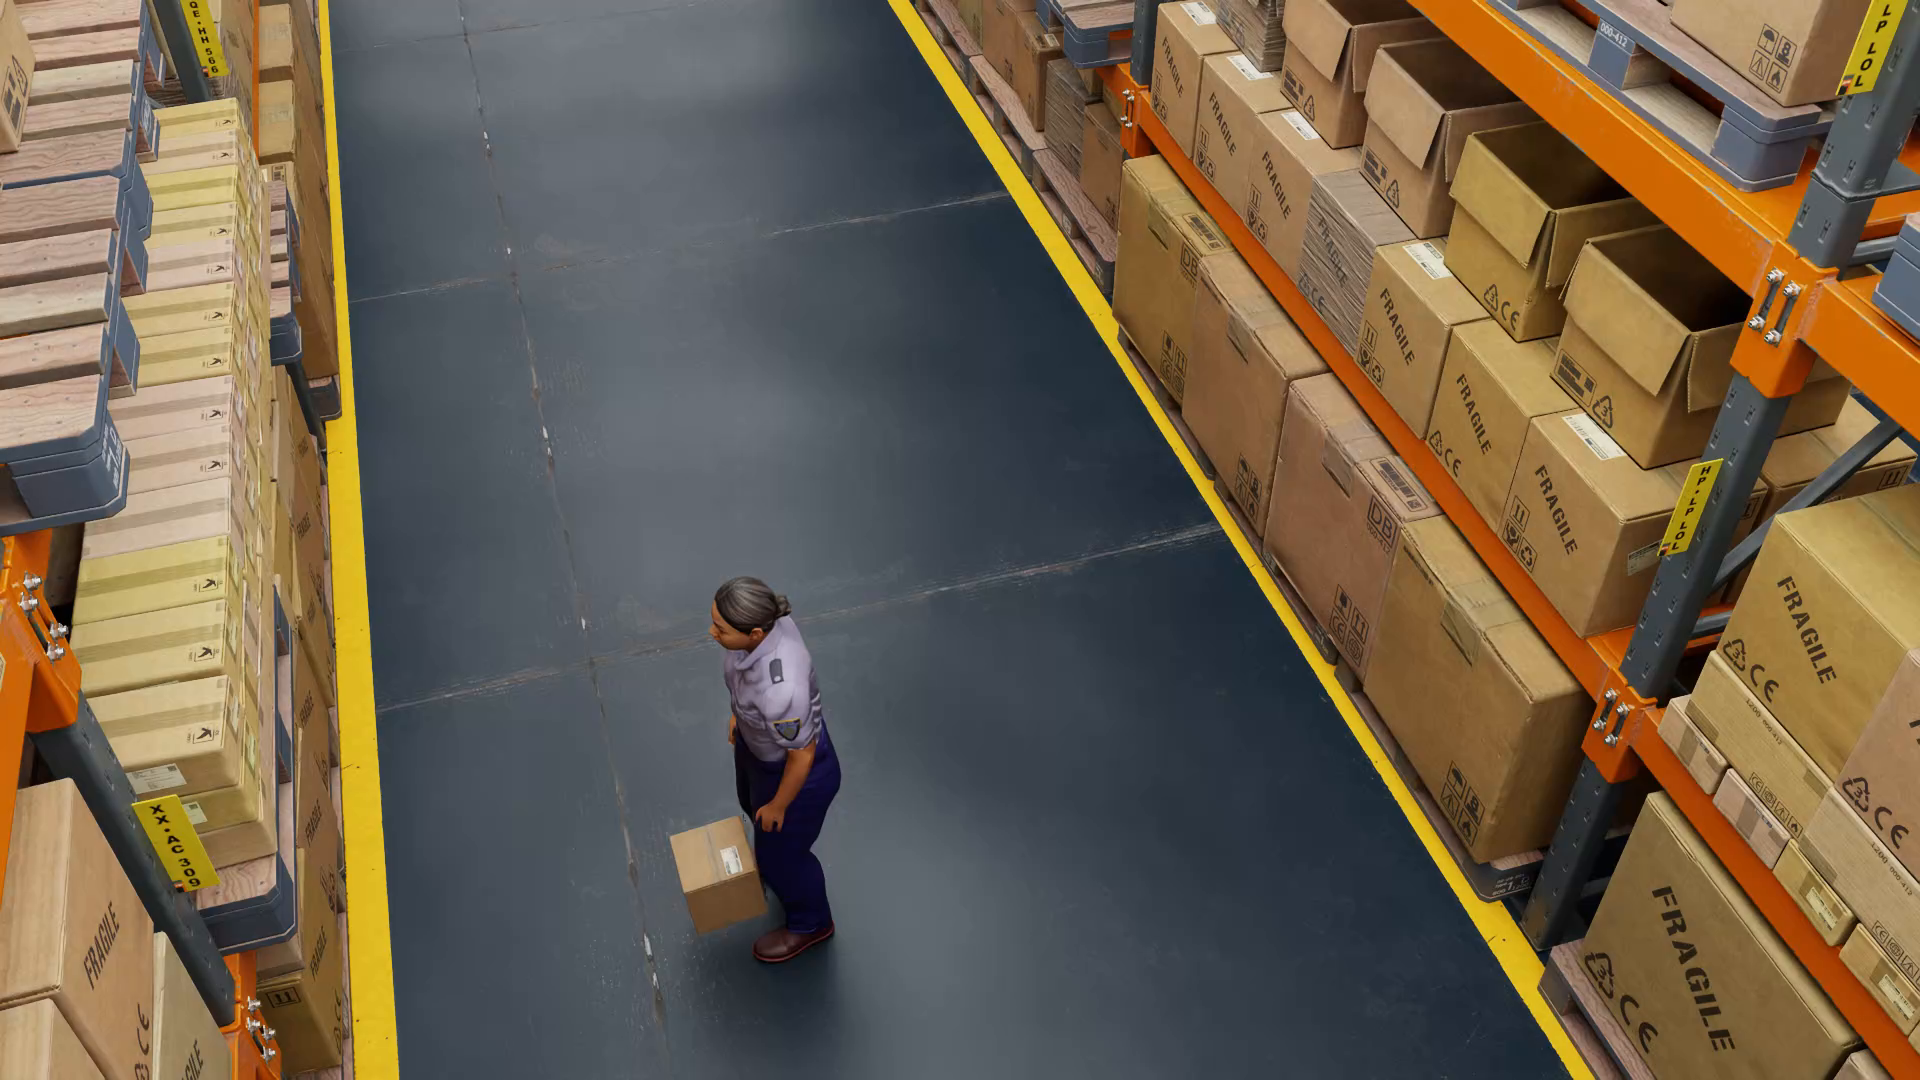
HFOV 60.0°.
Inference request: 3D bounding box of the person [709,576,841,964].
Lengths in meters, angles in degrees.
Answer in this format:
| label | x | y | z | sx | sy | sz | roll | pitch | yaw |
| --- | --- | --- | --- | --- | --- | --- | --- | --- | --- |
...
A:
| label | x | y | z | sx | sy | sz | roll | pitch | yaw |
| --- | --- | --- | --- | --- | --- | --- | --- | --- | --- |
| person | -0.595 | 0.712 | 5.398 | 0.371 | 1.639 | 0.532 | -13 | 44 | -14 |
